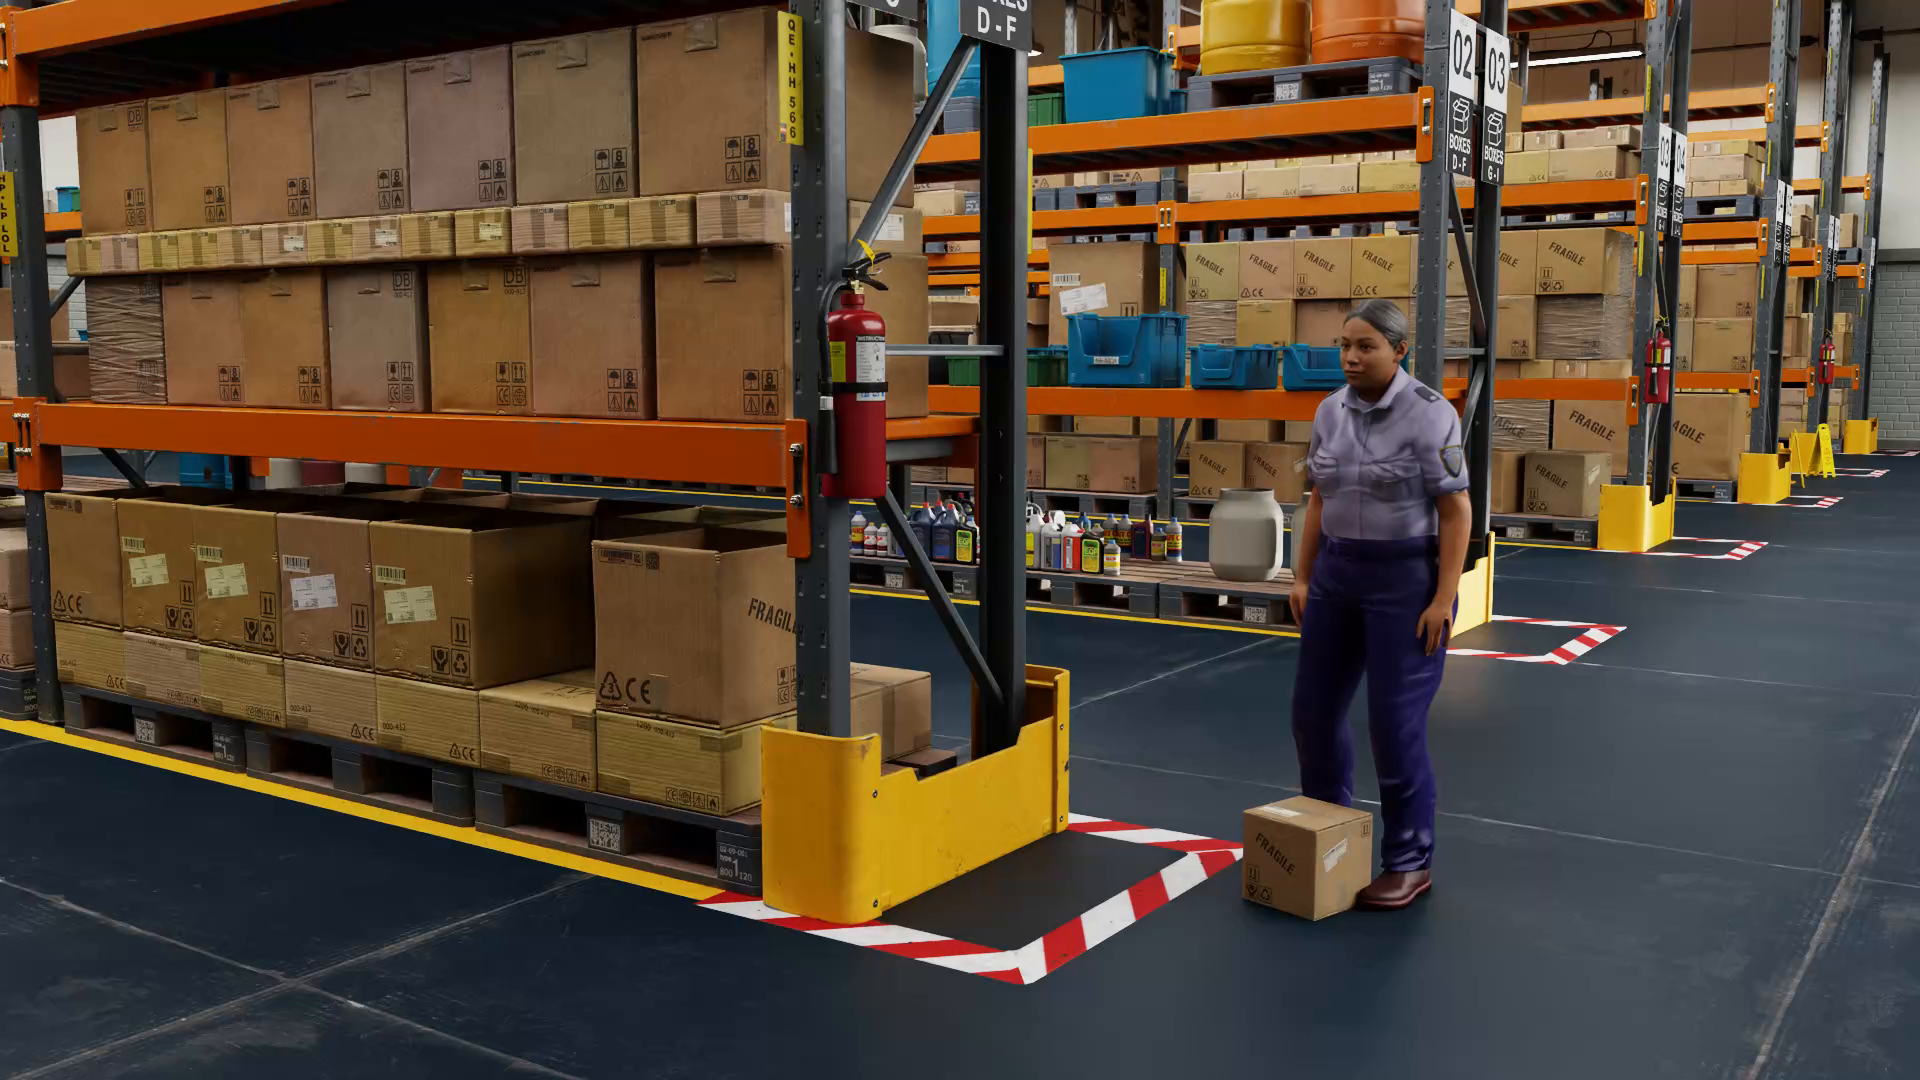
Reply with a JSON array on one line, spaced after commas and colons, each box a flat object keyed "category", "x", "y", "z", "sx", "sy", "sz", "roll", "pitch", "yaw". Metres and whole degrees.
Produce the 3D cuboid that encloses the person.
[{"category": "person", "x": 1.145, "y": 0.166, "z": 4.636, "sx": 0.373, "sy": 1.636, "sz": 0.558, "roll": -5, "pitch": 8, "yaw": -39}]
